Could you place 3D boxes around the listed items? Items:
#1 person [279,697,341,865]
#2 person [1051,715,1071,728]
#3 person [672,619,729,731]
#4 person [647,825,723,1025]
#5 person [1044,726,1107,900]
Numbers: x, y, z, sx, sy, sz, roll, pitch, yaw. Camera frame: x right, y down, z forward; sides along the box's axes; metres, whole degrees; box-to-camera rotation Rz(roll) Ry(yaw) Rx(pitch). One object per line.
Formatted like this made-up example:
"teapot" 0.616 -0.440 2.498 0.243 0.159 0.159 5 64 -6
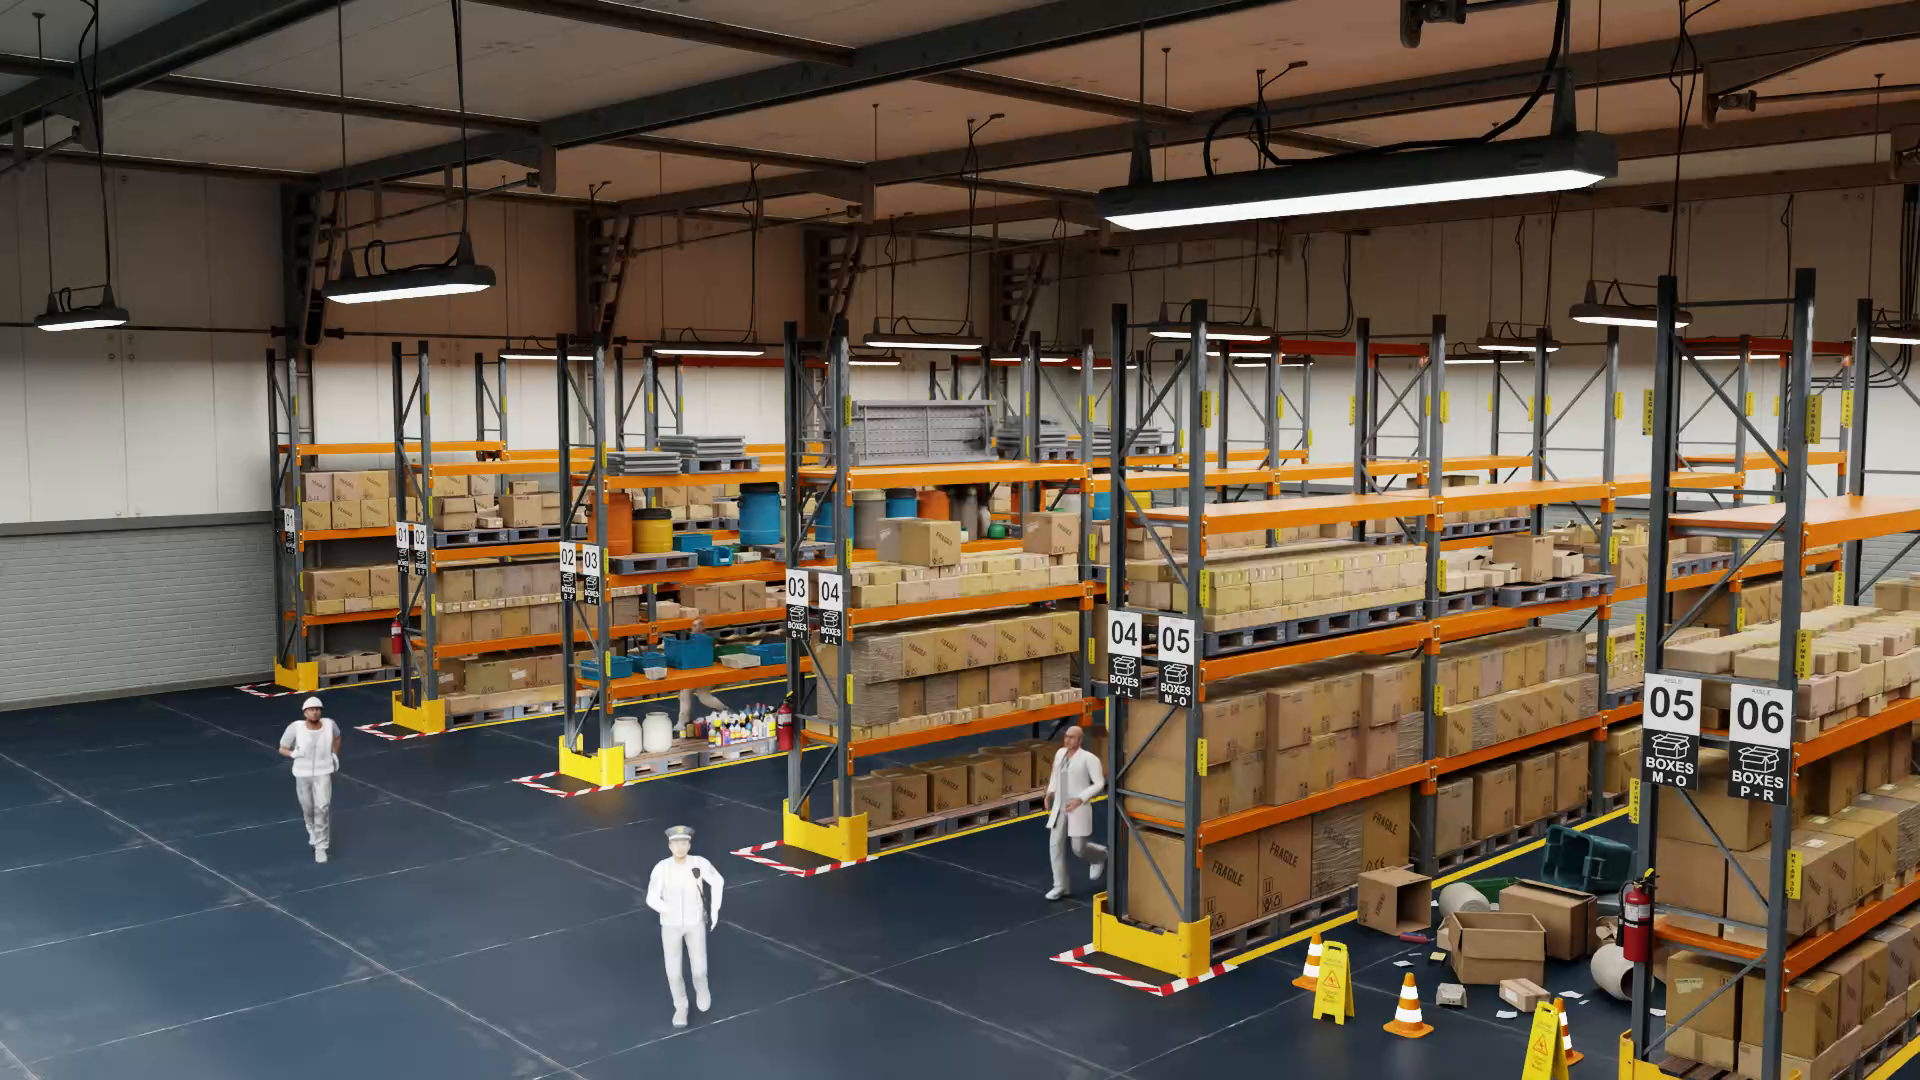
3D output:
"person" -7.279 2.656 18.656 0.657 1.814 0.876 -2 5 -21
"person" 1.550 1.878 24.554 0.709 1.755 0.687 3 6 32
"person" -4.060 2.068 25.670 0.962 1.702 0.657 -4 7 -42
"person" -2.242 3.164 13.600 0.626 1.676 0.558 -1 5 -9
"person" 1.190 2.791 17.265 0.743 1.751 0.934 4 6 39
